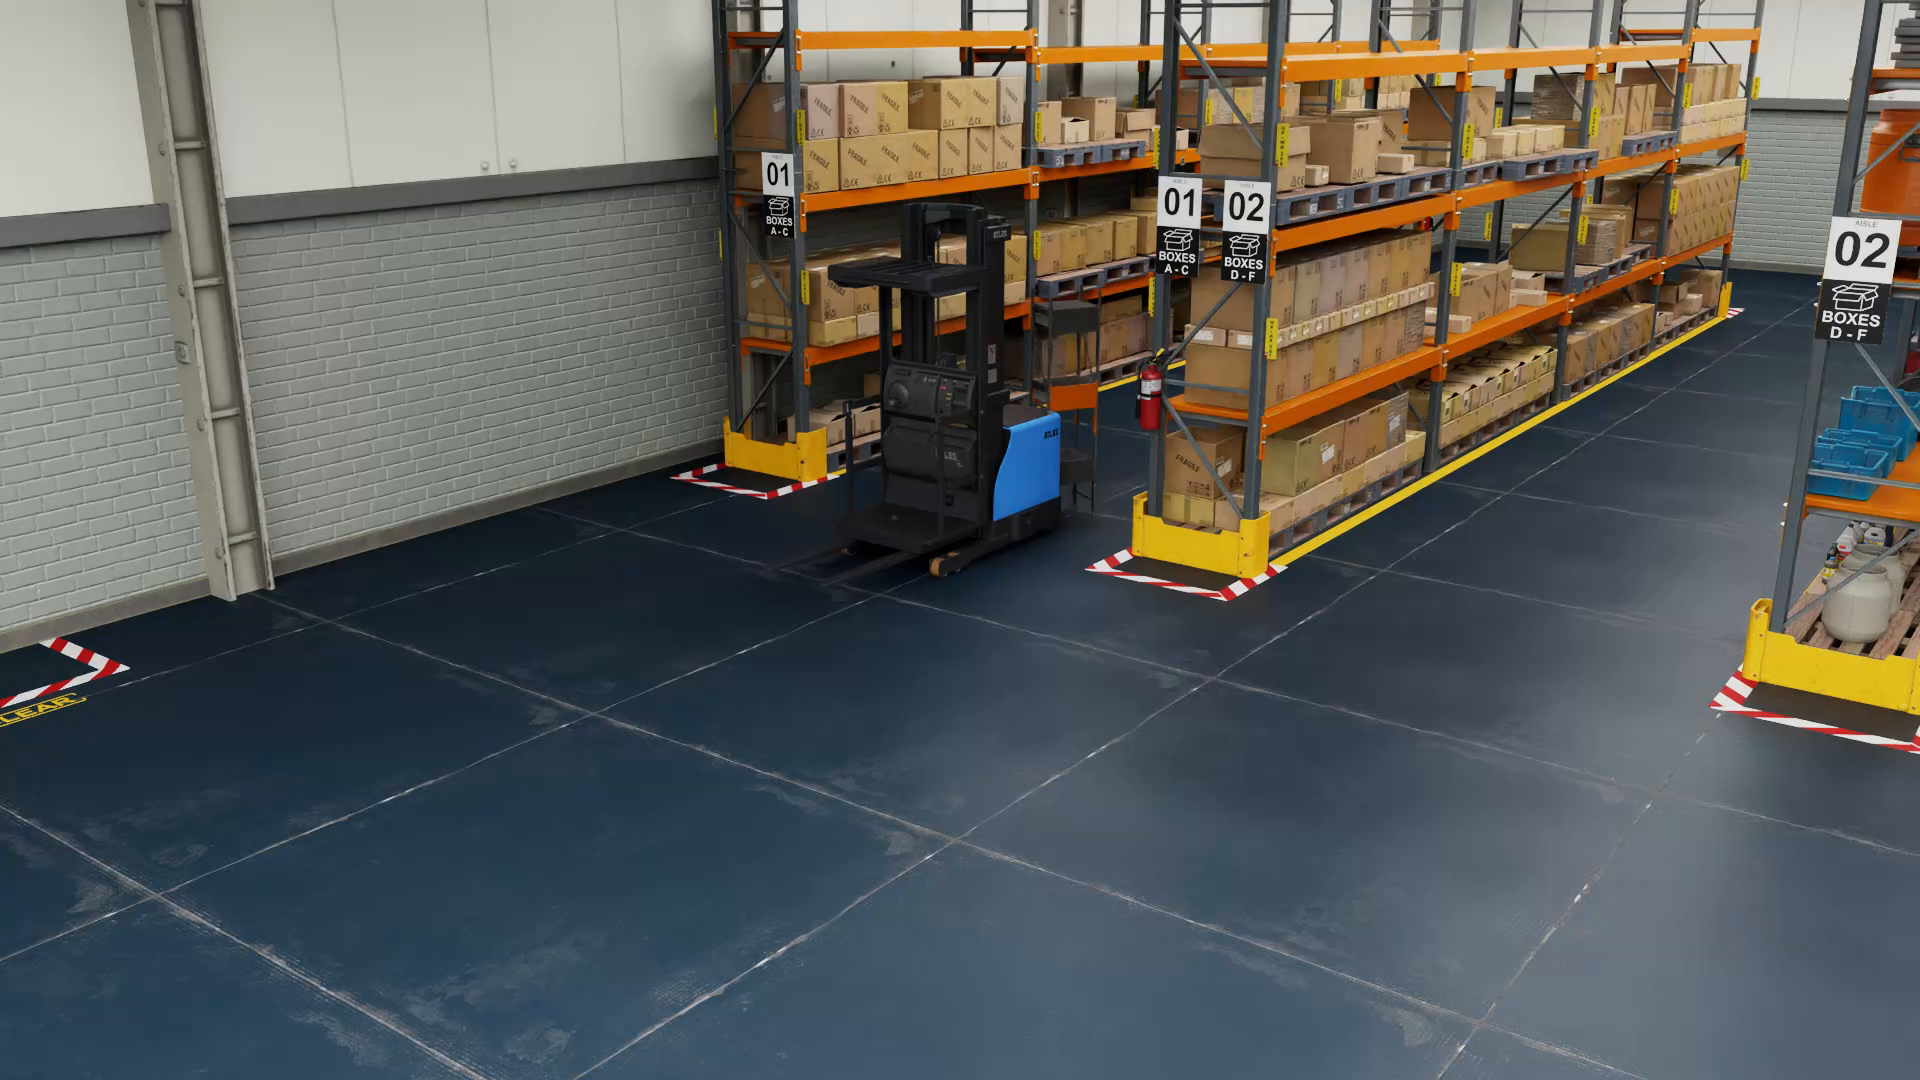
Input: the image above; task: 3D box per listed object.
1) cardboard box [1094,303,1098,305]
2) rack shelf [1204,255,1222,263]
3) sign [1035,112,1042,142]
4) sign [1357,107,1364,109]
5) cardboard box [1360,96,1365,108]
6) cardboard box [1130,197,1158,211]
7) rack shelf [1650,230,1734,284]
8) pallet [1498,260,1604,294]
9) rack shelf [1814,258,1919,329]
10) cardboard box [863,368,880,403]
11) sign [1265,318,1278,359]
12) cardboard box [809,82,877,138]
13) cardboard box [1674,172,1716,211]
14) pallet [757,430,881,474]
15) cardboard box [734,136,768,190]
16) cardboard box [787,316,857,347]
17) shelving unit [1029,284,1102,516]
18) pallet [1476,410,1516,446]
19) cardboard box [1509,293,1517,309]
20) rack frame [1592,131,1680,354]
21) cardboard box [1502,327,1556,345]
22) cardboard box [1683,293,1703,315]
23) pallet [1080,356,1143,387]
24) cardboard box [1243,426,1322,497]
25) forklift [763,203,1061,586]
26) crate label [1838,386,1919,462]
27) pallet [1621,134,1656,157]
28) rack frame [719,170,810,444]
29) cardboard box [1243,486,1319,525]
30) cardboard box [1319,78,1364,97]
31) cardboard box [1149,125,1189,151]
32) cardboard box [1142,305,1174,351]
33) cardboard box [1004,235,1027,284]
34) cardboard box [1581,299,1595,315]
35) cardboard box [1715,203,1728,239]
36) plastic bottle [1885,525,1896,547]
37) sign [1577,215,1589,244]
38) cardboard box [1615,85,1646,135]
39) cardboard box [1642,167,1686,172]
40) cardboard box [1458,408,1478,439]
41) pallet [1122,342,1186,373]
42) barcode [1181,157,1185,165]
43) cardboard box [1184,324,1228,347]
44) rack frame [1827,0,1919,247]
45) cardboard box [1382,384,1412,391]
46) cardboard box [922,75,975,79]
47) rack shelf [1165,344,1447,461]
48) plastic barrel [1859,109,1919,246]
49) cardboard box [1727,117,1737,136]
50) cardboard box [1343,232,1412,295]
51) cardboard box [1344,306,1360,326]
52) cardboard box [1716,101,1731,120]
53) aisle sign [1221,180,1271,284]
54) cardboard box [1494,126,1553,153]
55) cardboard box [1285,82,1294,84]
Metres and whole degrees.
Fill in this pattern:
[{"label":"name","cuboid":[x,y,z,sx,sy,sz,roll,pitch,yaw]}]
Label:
[{"label":"cardboard box","cuboid":[1.438,-2.866,21.123,0.500,0.250,0.500,12,21,33]},{"label":"rack shelf","cuboid":[4.021,-4.169,24.323,1.077,0.370,4.000,12,21,35]},{"label":"sign","cuboid":[0.887,-4.668,18.790,0.100,0.325,0.005,12,21,35]},{"label":"sign","cuboid":[3.985,-4.132,16.531,0.100,0.325,0.005,12,21,35]},{"label":"cardboard box","cuboid":[6.151,-6.835,26.013,0.500,0.250,0.500,12,21,34]},{"label":"cardboard box","cuboid":[2.468,-4.437,21.969,0.380,0.149,0.250,9,19,26]},{"label":"rack shelf","cuboid":[10.385,-4.247,24.575,1.077,0.370,4.000,12,21,35]},{"label":"pallet","cuboid":[7.158,-3.244,20.454,1.213,0.211,1.003,12,21,35]},{"label":"rack shelf","cuboid":[7.211,-1.945,12.104,1.077,0.370,4.000,12,21,35]},{"label":"cardboard box","cuboid":[-0.636,-1.597,18.302,0.700,0.500,0.500,11,20,31]},{"label":"sign","cuboid":[2.486,-1.608,13.270,0.100,0.325,0.005,12,21,35]},{"label":"cardboard box","cuboid":[-1.173,-4.257,16.448,0.500,0.500,0.500,12,21,34]},{"label":"cardboard box","cuboid":[10.621,-5.070,24.159,0.500,0.500,0.500,13,22,36]},{"label":"pallet","cuboid":[-1.379,-1.004,17.621,1.003,0.211,1.213,12,21,35]},{"label":"cardboard box","cuboid":[-1.892,-3.764,16.548,0.500,0.500,0.500,14,22,39]},{"label":"cardboard box","cuboid":[-1.391,-2.128,16.759,0.500,0.250,0.500,12,21,33]},{"label":"shelving unit","cuboid":[0.946,-1.247,15.211,0.503,2.100,0.431,-7,19,-23]},{"label":"pallet","cuboid":[5.561,-1.351,18.739,1.003,0.211,1.213,12,21,35]},{"label":"cardboard box","cuboid":[6.096,-2.728,18.893,0.380,0.149,0.250,14,22,39]},{"label":"rack frame","cuboid":[9.194,-4.114,22.934,1.000,3.000,0.127,12,21,35]},{"label":"cardboard box","cuboid":[7.179,-2.442,21.022,0.500,0.500,0.500,13,22,37]},{"label":"cardboard box","cuboid":[10.861,-3.570,25.076,0.500,0.250,0.500,12,21,35]},{"label":"pallet","cuboid":[1.635,-2.229,21.565,1.003,0.211,1.213,12,21,35]},{"label":"cardboard box","cuboid":[2.838,-0.709,14.634,0.500,0.500,0.500,12,21,35]},{"label":"forklift","cuboid":[-0.386,-1.252,13.833,1.130,2.935,3.031,13,21,36]},{"label":"crate label","cuboid":[6.899,-0.883,12.469,0.502,0.435,0.616,12,21,35]},{"label":"pallet","cuboid":[8.133,-5.066,21.259,1.213,0.211,1.003,12,21,35]},{"label":"rack frame","cuboid":[-1.937,-2.130,16.546,1.000,3.000,0.127,12,21,35]},{"label":"cardboard box","cuboid":[2.837,-0.351,14.746,0.500,0.250,0.500,12,21,35]},{"label":"cardboard box","cuboid":[5.863,-7.076,25.526,0.500,0.500,0.500,12,21,34]},{"label":"cardboard box","cuboid":[2.617,-5.216,21.541,0.500,0.311,0.500,12,21,35]},{"label":"cardboard box","cuboid":[2.443,-2.871,22.405,0.700,0.500,0.500,13,21,35]},{"label":"cardboard box","cuboid":[0.413,-3.212,18.983,0.500,0.500,0.500,12,21,35]},{"label":"cardboard box","cuboid":[8.114,-3.178,22.129,0.500,0.250,0.500,12,21,35]},{"label":"cardboard box","cuboid":[11.222,-4.836,25.089,0.500,0.500,0.500,13,21,35]},{"label":"plastic bottle","cuboid":[7.704,-0.133,13.839,0.144,0.351,0.185,12,21,35]},{"label":"sign","cuboid":[7.258,-3.617,19.381,0.100,0.325,0.005,12,21,35]},{"label":"cardboard box","cuboid":[8.454,-5.572,21.527,0.600,0.600,0.600,12,21,34]},{"label":"cardboard box","cuboid":[10.493,-5.289,24.862,0.500,0.500,0.500,13,21,35]},{"label":"cardboard box","cuboid":[5.172,-1.270,17.703,0.500,0.250,0.500,13,22,36]},{"label":"pallet","cuboid":[2.363,-2.518,22.497,1.003,0.211,1.213,12,21,35]},{"label":"barcode","cuboid":[1.836,-3.123,13.705,0.001,0.075,0.075,12,21,35]},{"label":"cardboard box","cuboid":[2.118,-1.738,14.021,0.380,0.149,0.250,12,21,34]},{"label":"rack frame","cuboid":[6.019,-3.245,10.019,1.000,3.000,0.127,12,21,35]},{"label":"cardboard box","cuboid":[4.438,-1.511,17.534,0.500,0.311,0.500,12,21,35]},{"label":"cardboard box","cuboid":[-0.075,-4.984,18.790,0.500,0.500,0.500,13,21,36]},{"label":"rack shelf","cuboid":[3.235,-1.389,15.371,1.077,0.370,4.000,12,21,35]},{"label":"plastic barrel","cuboid":[6.207,-2.356,10.783,0.600,0.830,0.708,12,21,35]},{"label":"cardboard box","cuboid":[11.176,-6.142,24.658,0.500,0.250,0.500,12,21,35]},{"label":"cardboard box","cuboid":[3.867,-2.649,15.859,0.700,0.500,0.500,12,21,35]},{"label":"cardboard box","cuboid":[3.367,-2.035,14.976,0.380,0.149,0.250,13,21,35]},{"label":"cardboard box","cuboid":[10.877,-6.261,24.201,0.500,0.250,0.500,12,21,35]},{"label":"aisle sign","cuboid":[2.250,-2.428,13.120,0.394,0.787,0.004,12,21,35]},{"label":"cardboard box","cuboid":[6.287,-4.477,18.589,0.500,0.250,0.500,13,22,36]},{"label":"cardboard box","cuboid":[4.583,-6.851,24.513,0.500,0.250,0.500,14,22,39]}]
